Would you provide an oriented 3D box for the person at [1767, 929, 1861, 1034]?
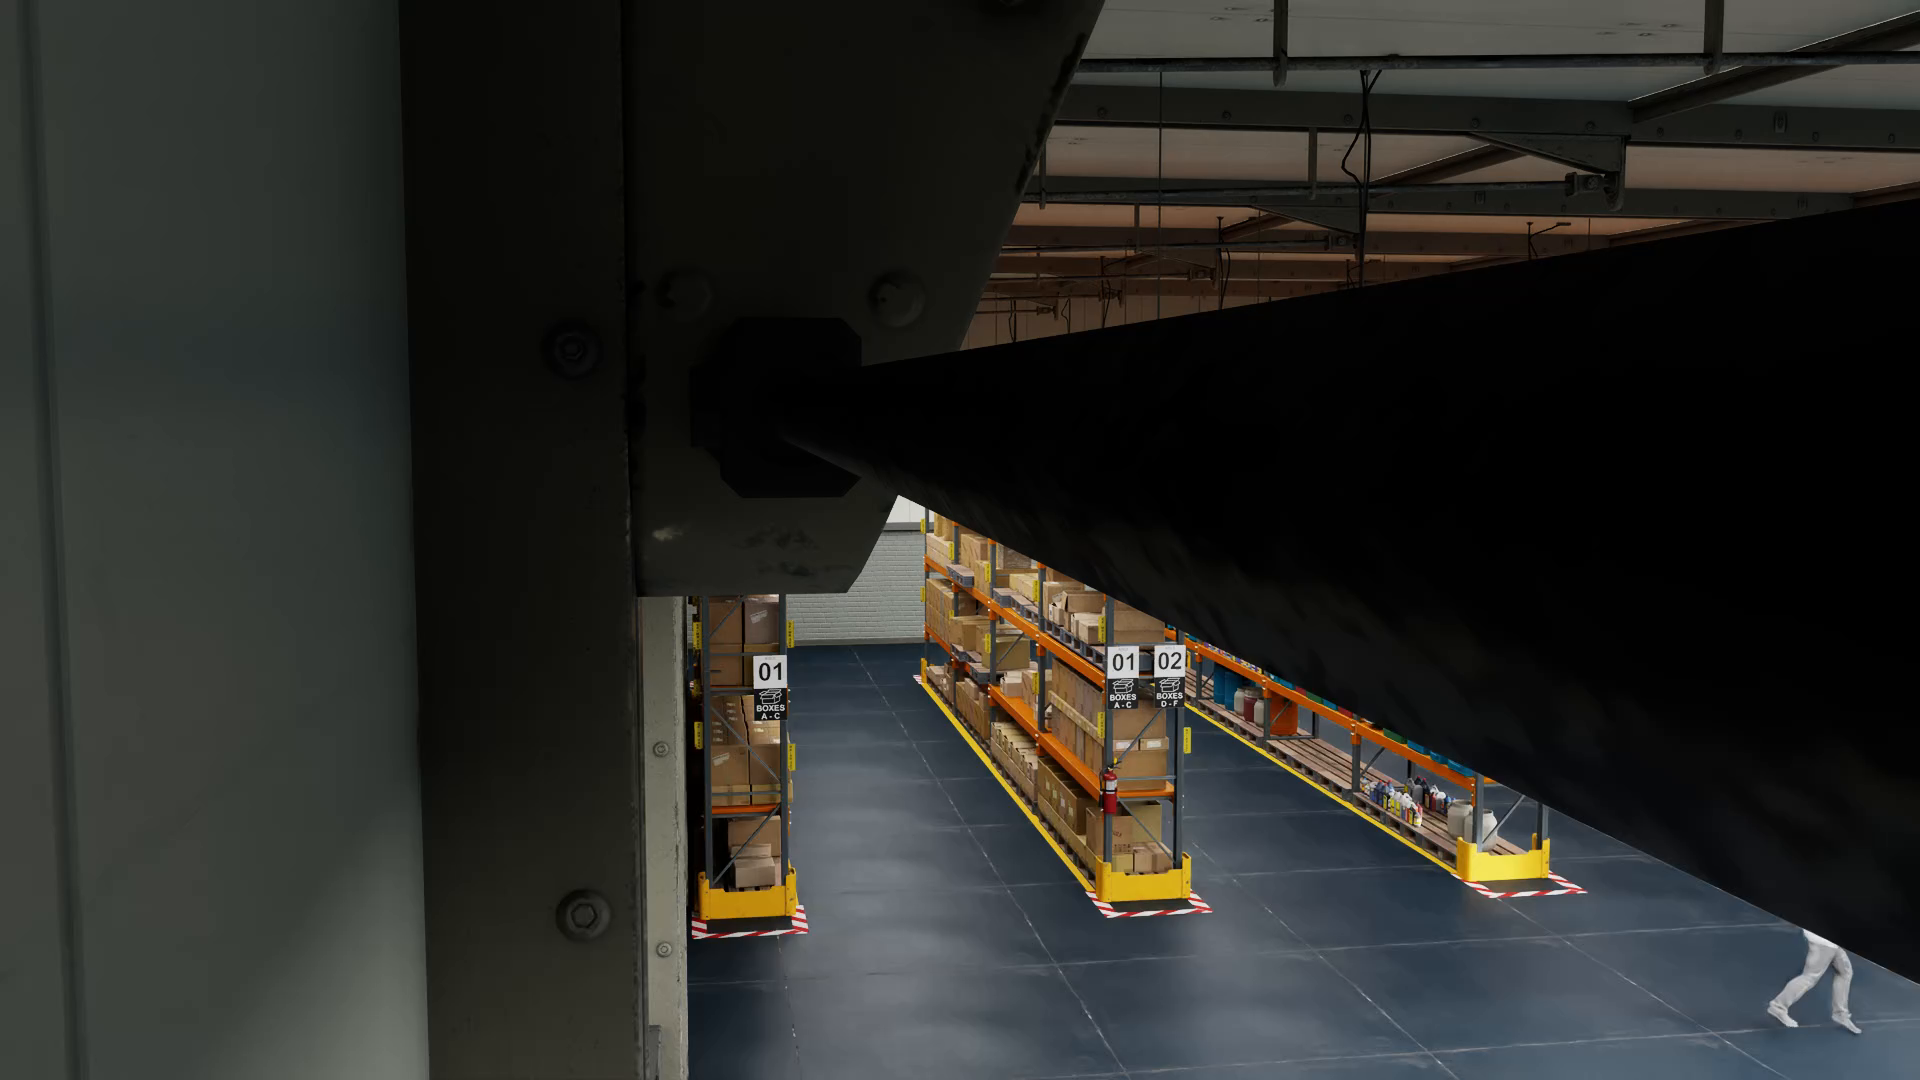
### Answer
[{"bbox_3d":[8.506,4.000,16.493,0.911,1.812,0.711,2,5,17],"label":"person"}]
